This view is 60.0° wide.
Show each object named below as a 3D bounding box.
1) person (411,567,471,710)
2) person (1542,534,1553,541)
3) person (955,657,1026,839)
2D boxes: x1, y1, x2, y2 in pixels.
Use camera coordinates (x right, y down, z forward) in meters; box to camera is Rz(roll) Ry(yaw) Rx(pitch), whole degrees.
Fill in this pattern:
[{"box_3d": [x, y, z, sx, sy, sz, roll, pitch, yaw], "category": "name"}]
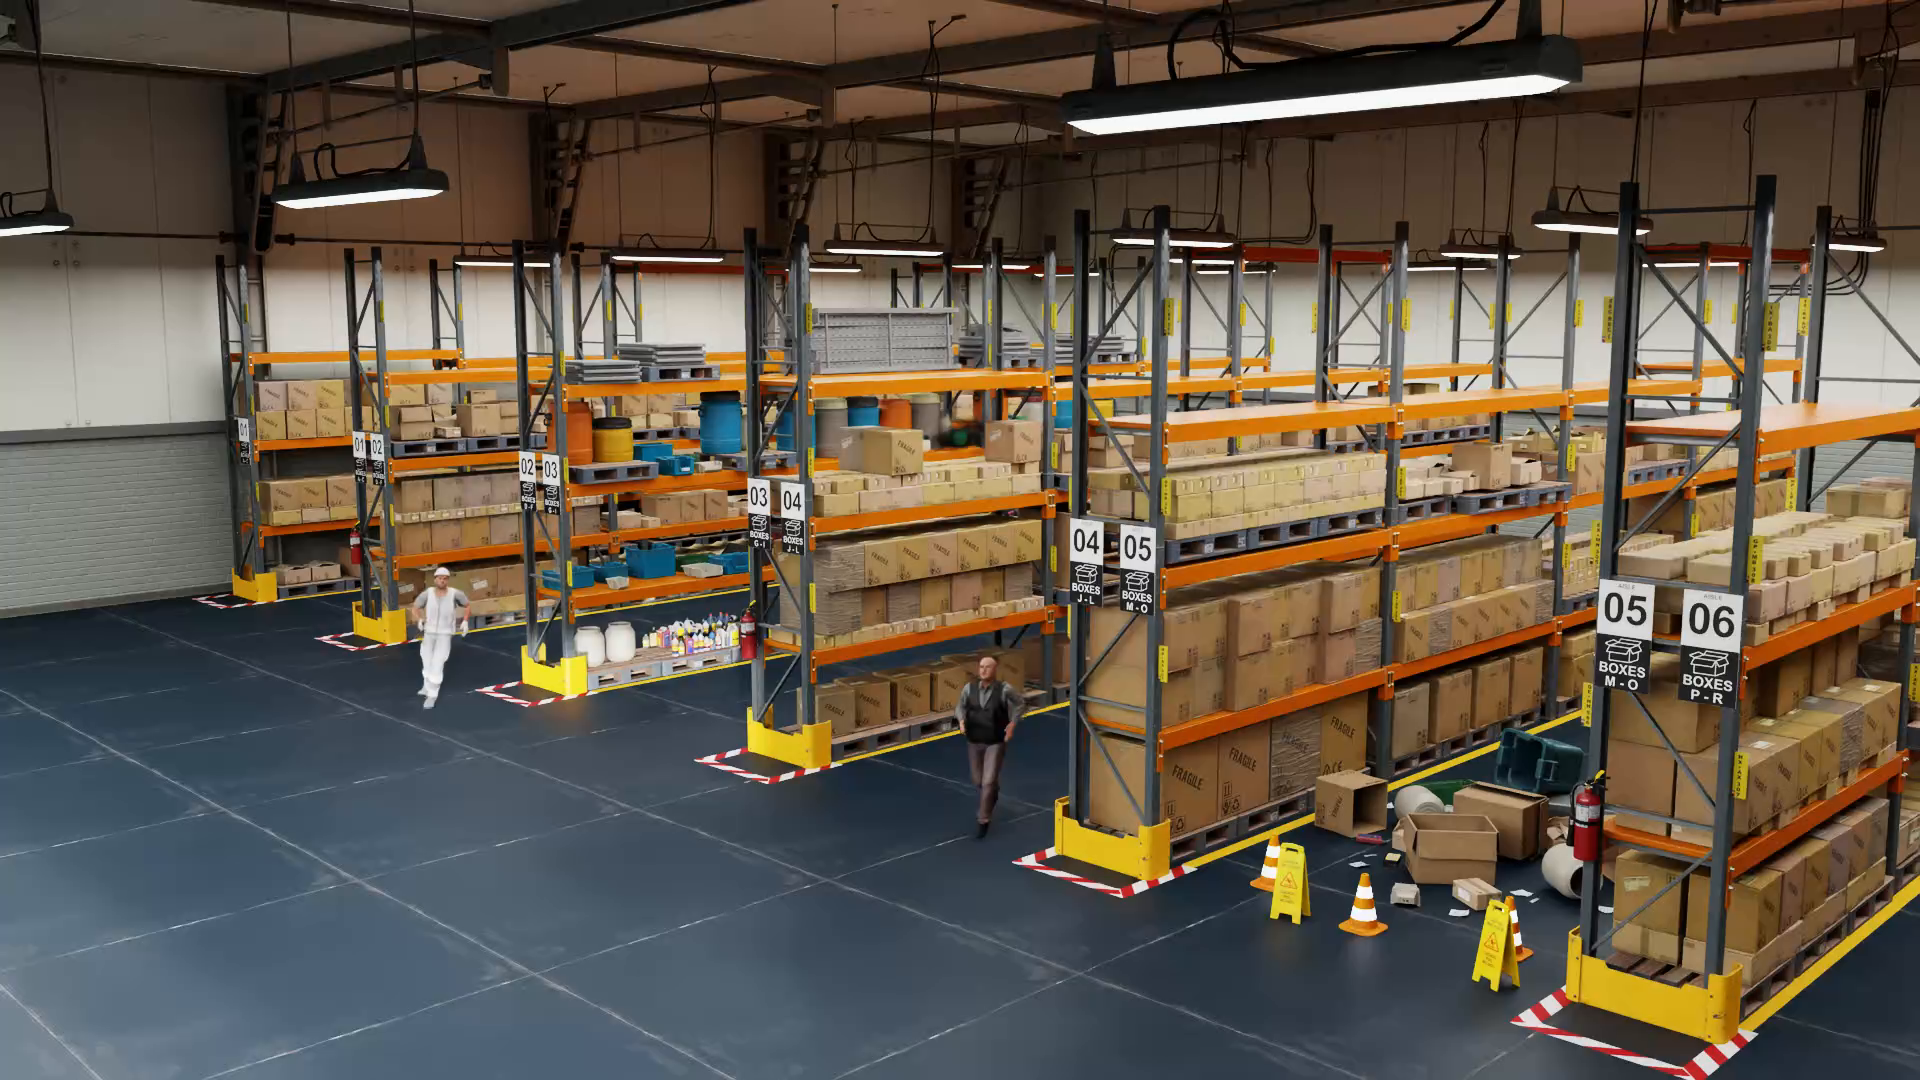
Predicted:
[{"box_3d": [-6.756, 1.249, 21.592, 0.725, 1.802, 0.779, -1, 8, -4], "category": "person"}, {"box_3d": [8.897, 0.742, 25.266, 0.691, 1.705, 0.894, 6, 10, 35], "category": "person"}, {"box_3d": [0.278, 2.015, 16.466, 0.690, 1.743, 0.871, 3, 8, 17], "category": "person"}]
